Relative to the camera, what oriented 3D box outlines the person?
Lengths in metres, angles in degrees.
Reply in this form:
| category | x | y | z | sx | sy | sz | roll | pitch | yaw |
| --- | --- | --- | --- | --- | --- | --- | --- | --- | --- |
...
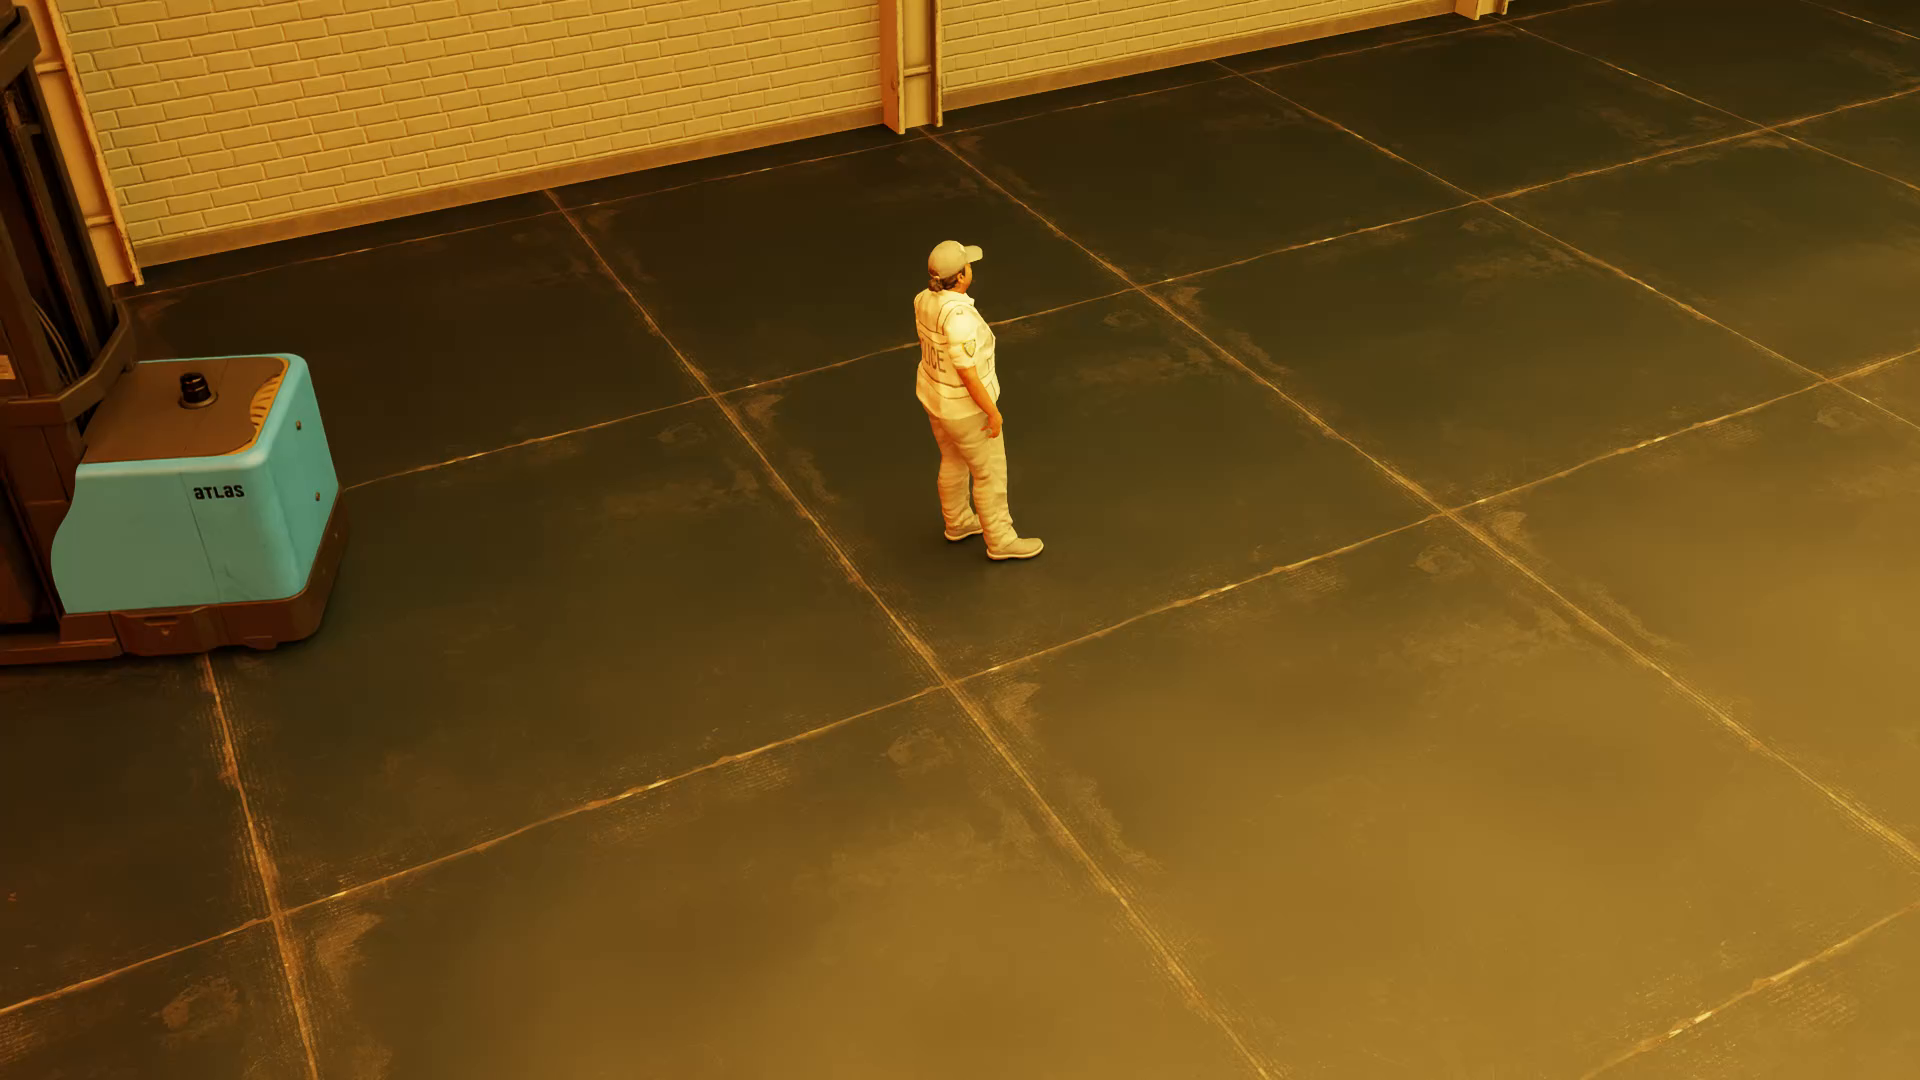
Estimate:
| category | x | y | z | sx | sy | sz | roll | pitch | yaw |
| --- | --- | --- | --- | --- | --- | --- | --- | --- | --- |
| person | 0.078 | -0.696 | 8.189 | 0.529 | 1.670 | 0.598 | -17 | 39 | -23 |

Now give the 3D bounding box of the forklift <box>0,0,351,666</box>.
| category | x | y | z | sx | sy | sz | roll | pitch | yaw |
| --- | --- | --- | --- | --- | --- | --- | --- | --- | --- |
| forklift | -4.618 | -0.866 | 7.349 | 3.031 | 2.935 | 1.130 | -4 | 35 | -5 |
